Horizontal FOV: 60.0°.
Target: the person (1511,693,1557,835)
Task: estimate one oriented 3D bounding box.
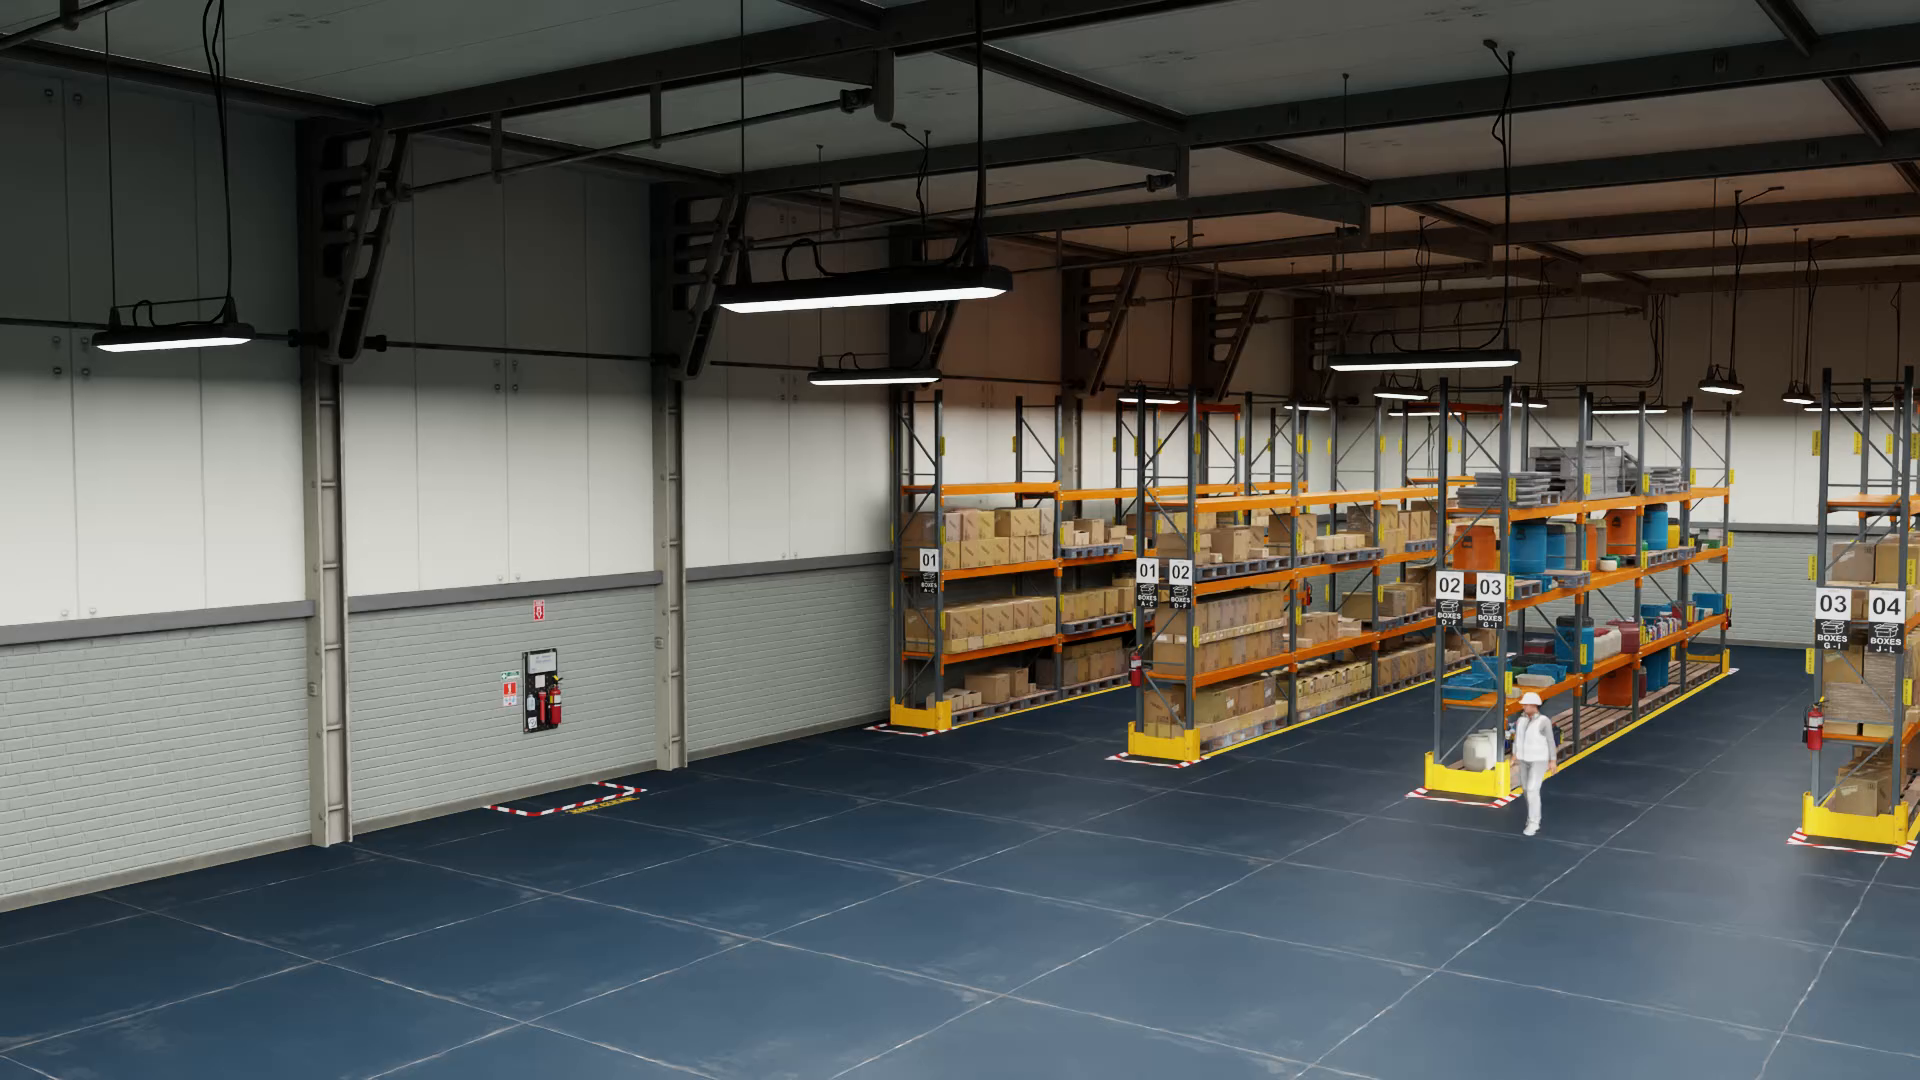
[{"bbox_3d":[7.437,2.892,21.761,0.662,1.771,0.638,-2,4,-28],"label":"person"}]
